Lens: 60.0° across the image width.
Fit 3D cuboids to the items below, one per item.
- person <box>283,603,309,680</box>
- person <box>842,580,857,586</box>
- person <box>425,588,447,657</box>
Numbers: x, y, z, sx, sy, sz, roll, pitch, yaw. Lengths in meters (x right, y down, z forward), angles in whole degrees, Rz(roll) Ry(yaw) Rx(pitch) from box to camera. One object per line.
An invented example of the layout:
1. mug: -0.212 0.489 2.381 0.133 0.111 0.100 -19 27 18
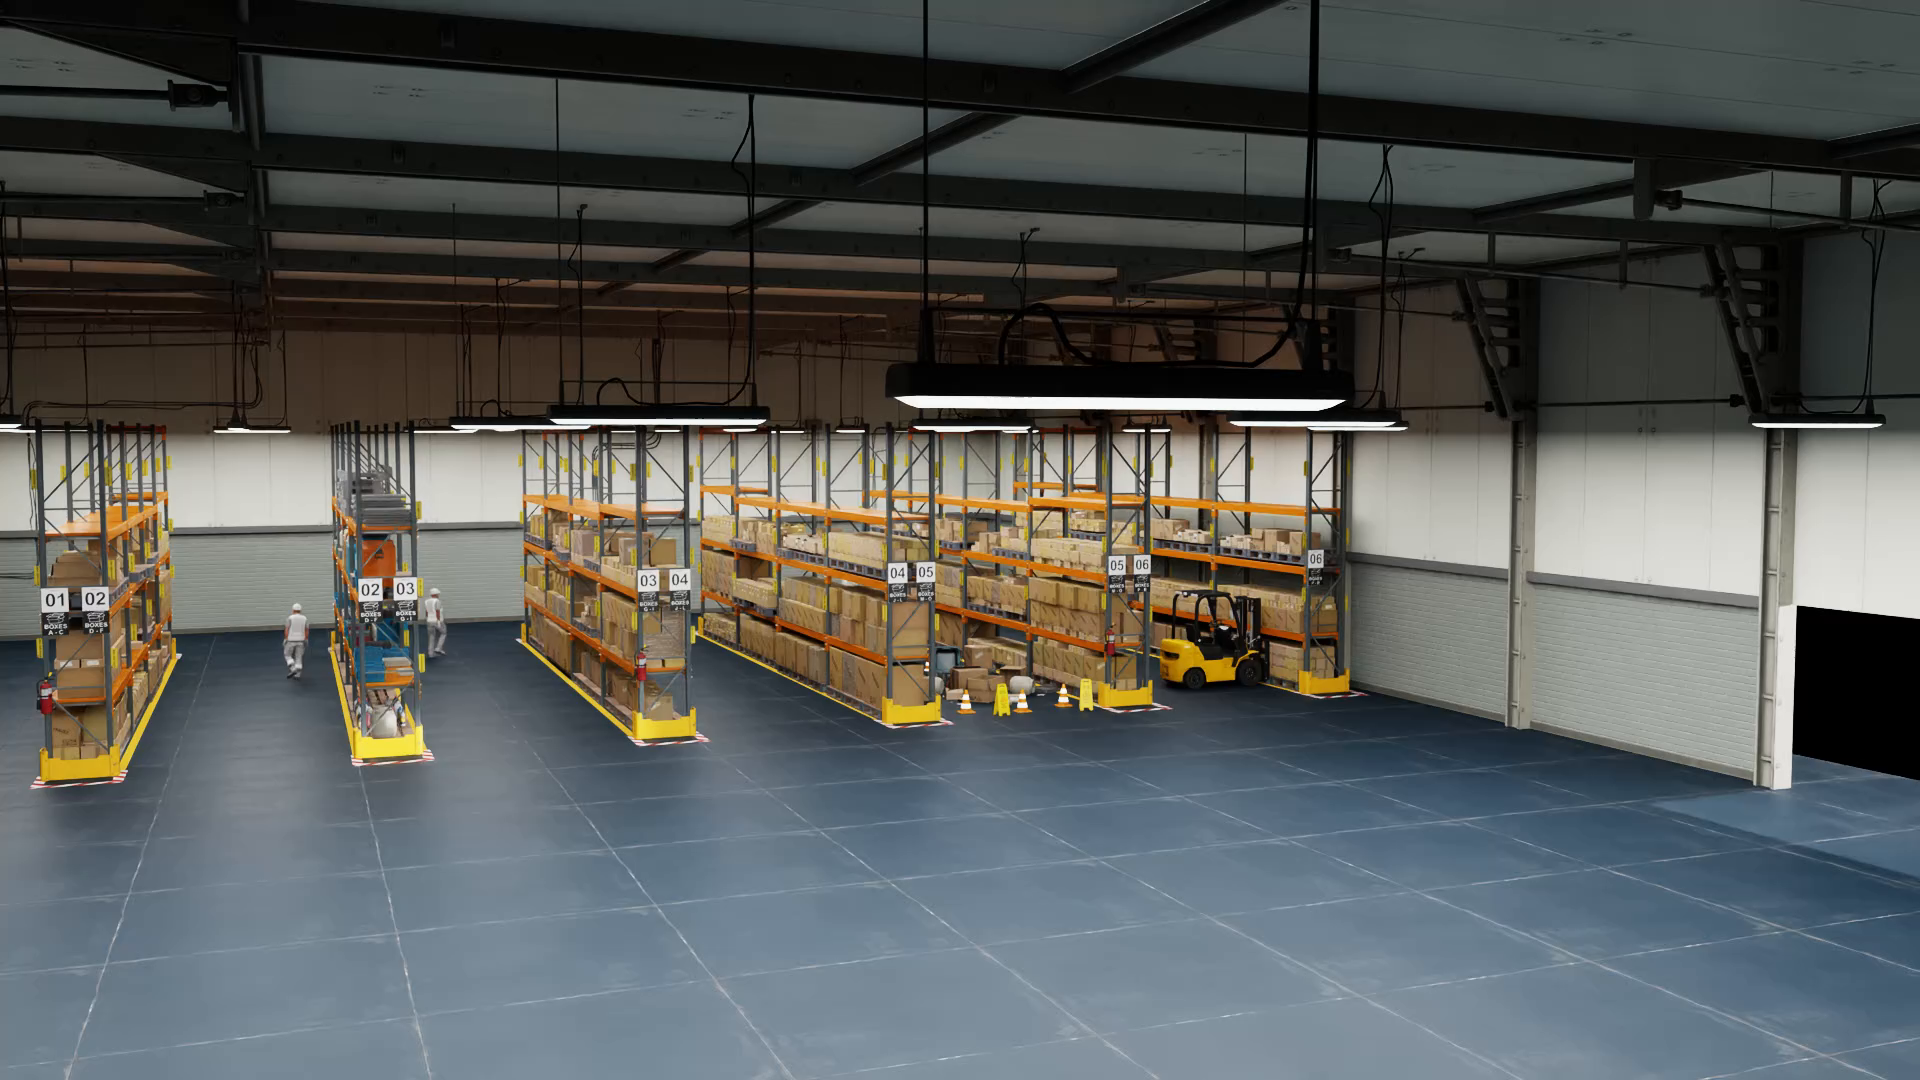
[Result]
1. person: -15.561 2.385 38.996 0.593 1.784 0.479 -3 4 -36
2. person: -3.438 1.664 52.046 0.984 1.630 0.492 -3 5 -41
3. person: -13.622 2.128 43.080 0.553 1.763 0.506 1 4 9
